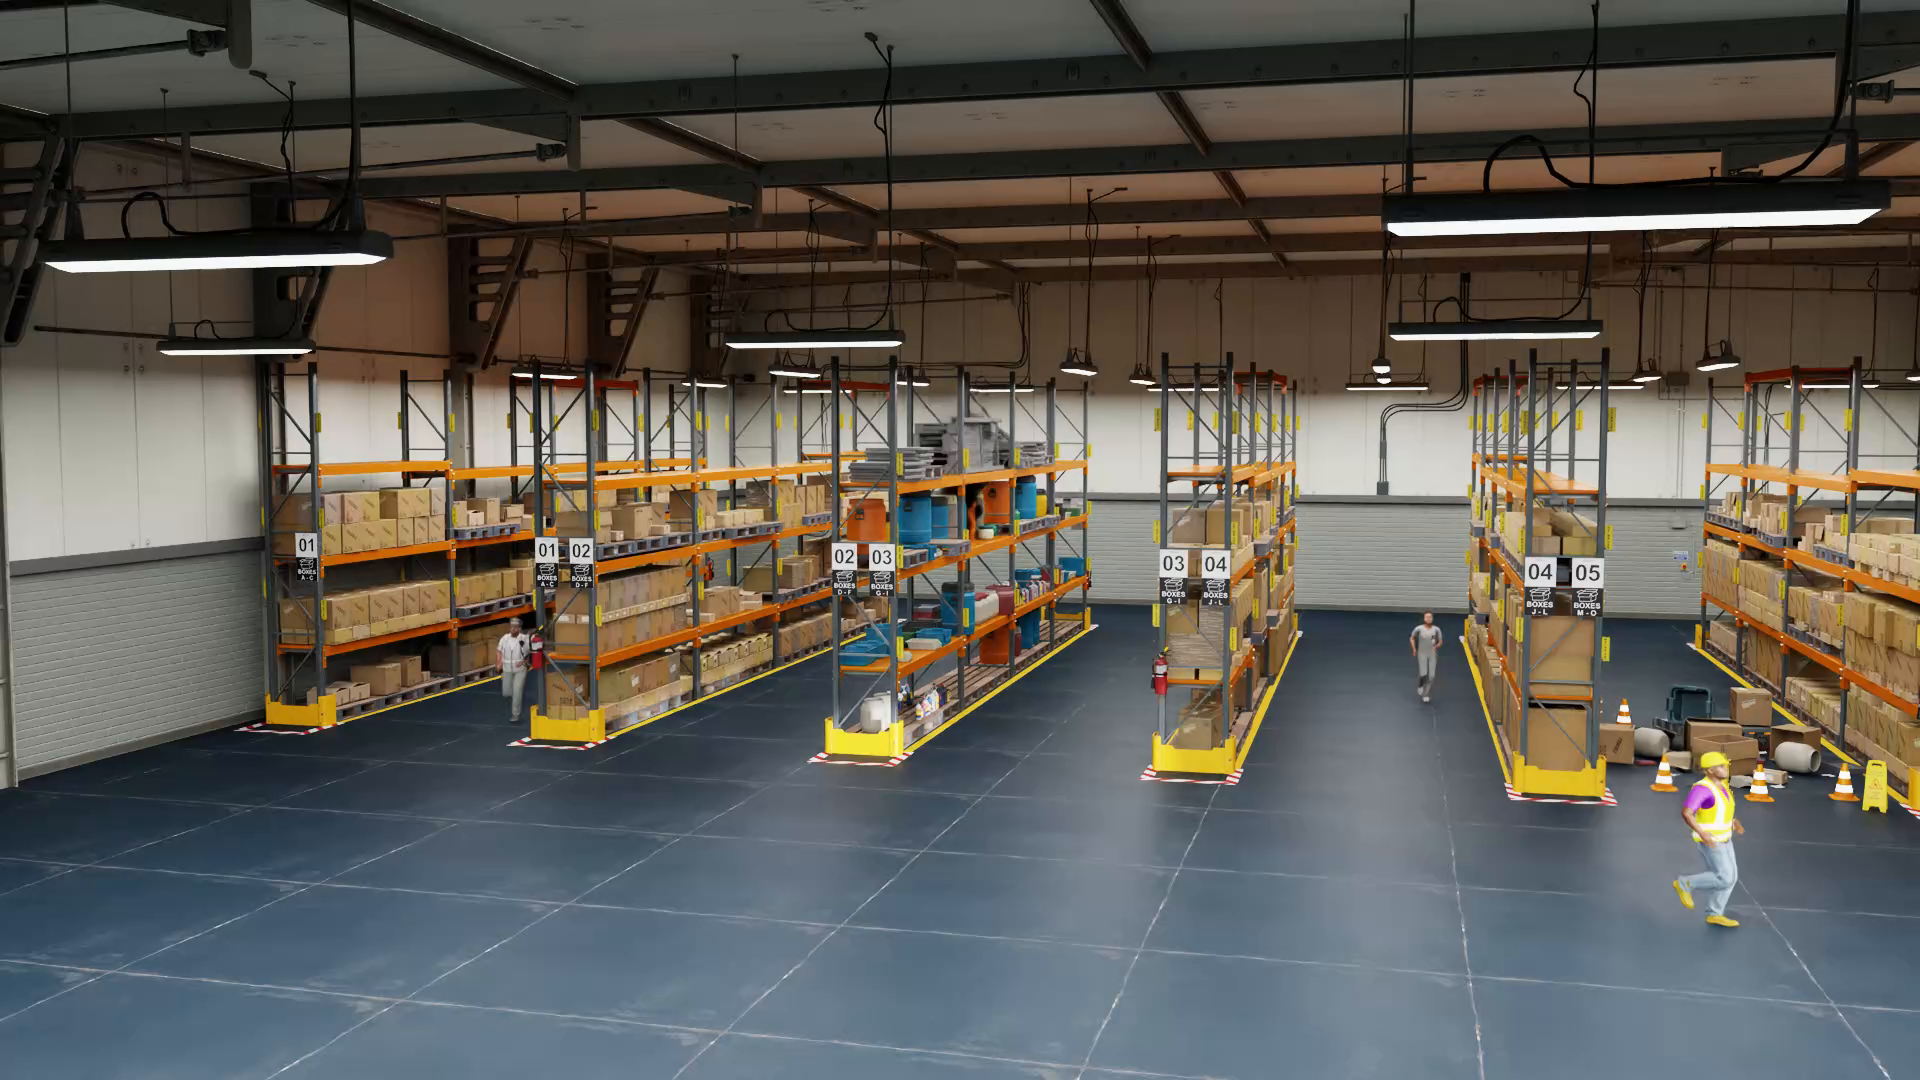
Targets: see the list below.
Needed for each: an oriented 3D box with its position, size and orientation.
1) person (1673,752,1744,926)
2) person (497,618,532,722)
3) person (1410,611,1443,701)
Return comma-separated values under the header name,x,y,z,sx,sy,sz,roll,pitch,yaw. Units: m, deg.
name,x,y,z,sx,sy,sz,roll,pitch,yaw
person,7.515,2.975,16.614,0.569,1.722,0.718,4,6,44
person,-7.480,2.163,28.002,0.679,1.736,0.619,0,4,-2
person,8.389,2.089,29.863,0.559,1.627,0.556,1,4,8
